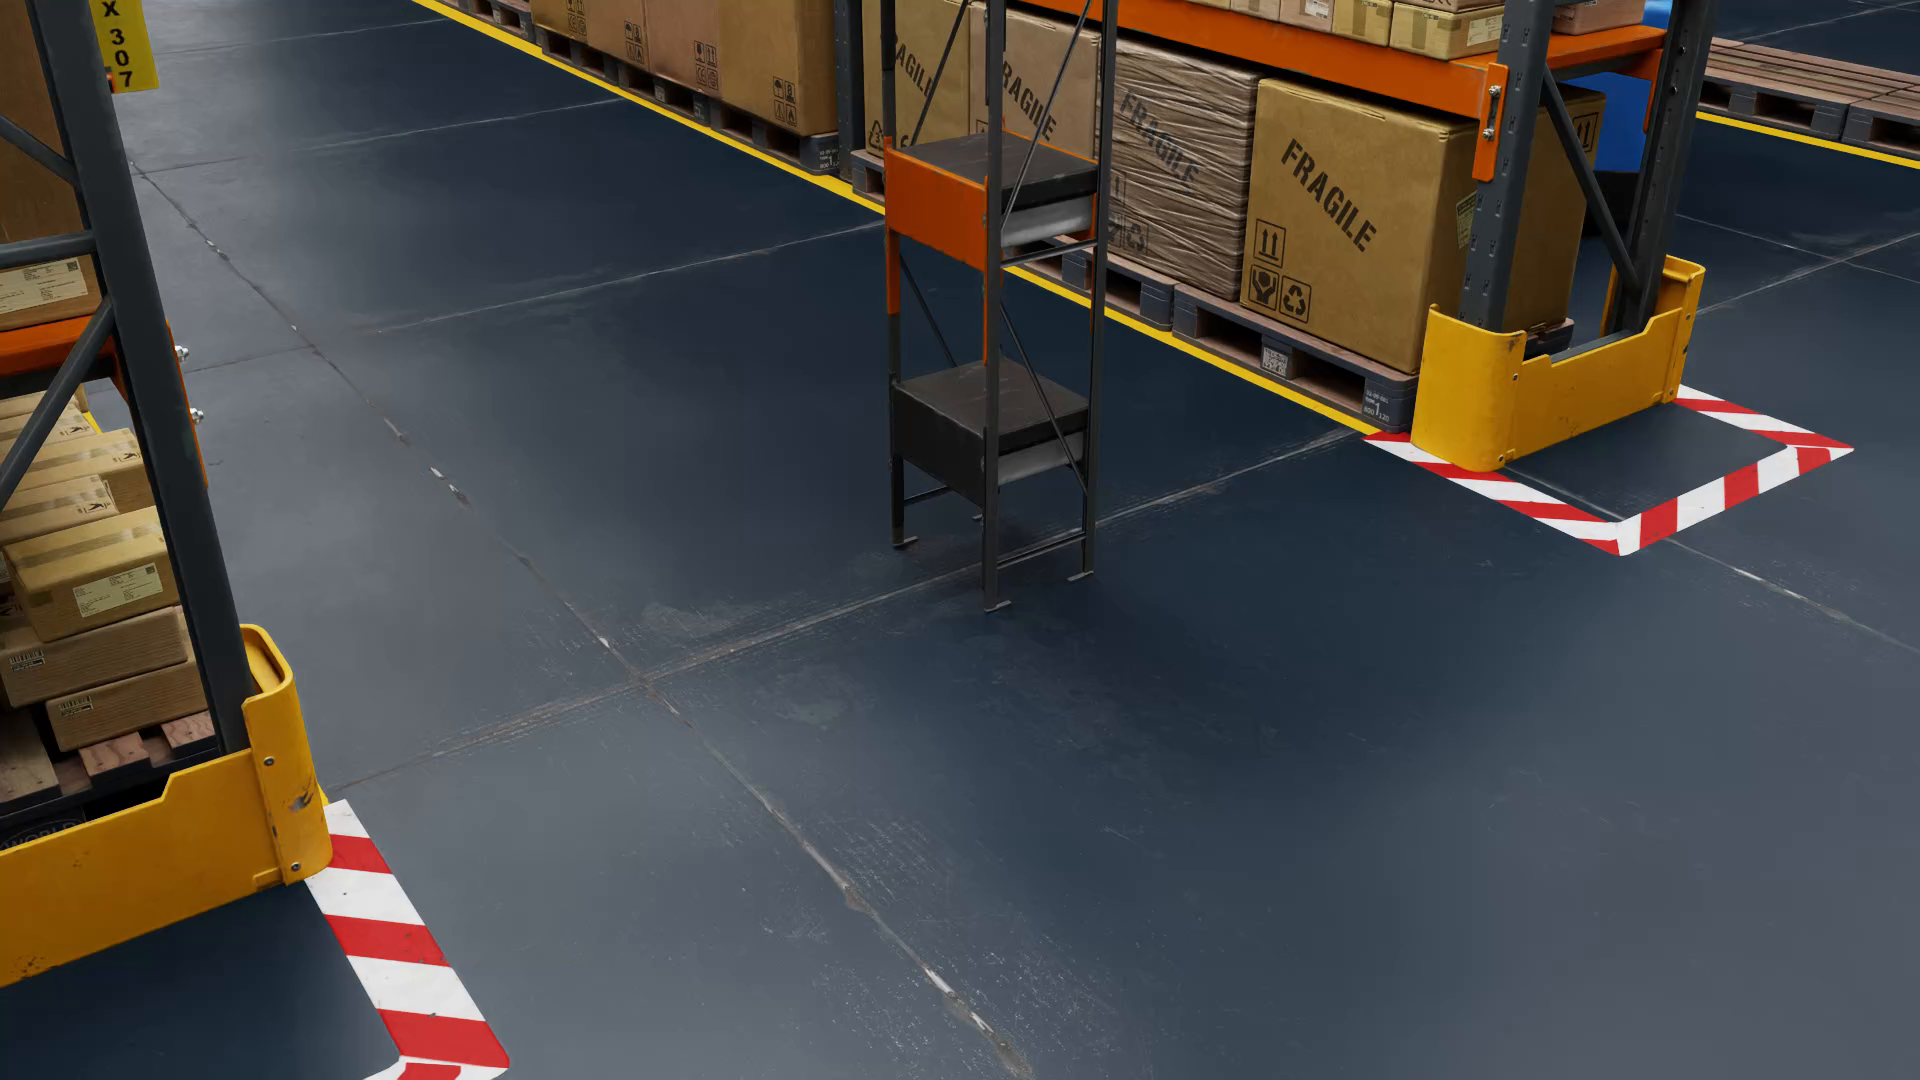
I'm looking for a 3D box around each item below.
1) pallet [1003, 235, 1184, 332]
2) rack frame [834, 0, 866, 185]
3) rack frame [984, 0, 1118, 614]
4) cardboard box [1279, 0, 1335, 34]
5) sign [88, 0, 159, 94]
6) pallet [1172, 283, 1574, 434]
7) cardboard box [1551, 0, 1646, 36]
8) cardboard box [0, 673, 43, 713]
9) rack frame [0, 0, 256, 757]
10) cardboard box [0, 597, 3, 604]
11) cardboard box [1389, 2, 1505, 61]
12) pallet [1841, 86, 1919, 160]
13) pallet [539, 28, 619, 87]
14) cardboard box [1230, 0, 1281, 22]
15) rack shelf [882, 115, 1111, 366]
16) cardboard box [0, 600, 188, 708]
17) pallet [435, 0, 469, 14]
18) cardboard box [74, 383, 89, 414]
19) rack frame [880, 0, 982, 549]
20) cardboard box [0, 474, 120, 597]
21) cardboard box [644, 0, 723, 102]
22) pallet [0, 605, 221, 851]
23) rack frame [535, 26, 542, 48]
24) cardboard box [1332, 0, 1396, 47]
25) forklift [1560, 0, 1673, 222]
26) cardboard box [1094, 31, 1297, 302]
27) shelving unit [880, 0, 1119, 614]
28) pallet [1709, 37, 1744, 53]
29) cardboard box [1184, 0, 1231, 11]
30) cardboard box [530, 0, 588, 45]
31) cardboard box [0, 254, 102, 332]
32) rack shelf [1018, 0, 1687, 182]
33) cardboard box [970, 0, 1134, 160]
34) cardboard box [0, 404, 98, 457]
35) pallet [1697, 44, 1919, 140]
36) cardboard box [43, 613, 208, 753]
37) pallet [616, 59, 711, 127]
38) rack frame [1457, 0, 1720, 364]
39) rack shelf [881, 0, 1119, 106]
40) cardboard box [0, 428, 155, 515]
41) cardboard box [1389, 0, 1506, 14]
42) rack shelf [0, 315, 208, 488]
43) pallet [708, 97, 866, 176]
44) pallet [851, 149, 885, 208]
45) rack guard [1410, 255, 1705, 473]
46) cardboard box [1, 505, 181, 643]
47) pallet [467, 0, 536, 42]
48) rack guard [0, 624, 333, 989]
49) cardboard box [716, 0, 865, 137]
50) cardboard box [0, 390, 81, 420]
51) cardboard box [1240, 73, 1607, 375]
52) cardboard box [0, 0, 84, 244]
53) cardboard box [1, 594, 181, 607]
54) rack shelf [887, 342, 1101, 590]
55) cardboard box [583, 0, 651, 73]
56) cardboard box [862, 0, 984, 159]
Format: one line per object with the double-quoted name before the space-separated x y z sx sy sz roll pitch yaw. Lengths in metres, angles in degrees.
"pallet" 0.899 -1.310 7.442 1.003 0.211 1.213 -19 34 -31
"rack frame" -0.190 -3.328 8.234 1.000 3.000 0.127 -19 34 -31
"rack frame" 0.238 -0.763 4.456 0.400 2.100 0.015 -19 34 -31
"cardboard box" 1.357 -1.909 5.885 0.380 0.149 0.250 -19 34 -31
"sign" -1.527 -0.970 2.985 0.100 0.325 0.005 -19 34 -31
"pallet" 1.602 -0.836 6.569 1.003 0.211 1.213 -19 34 -31
"cardboard box" 2.193 -1.892 5.853 0.380 0.149 0.250 -18 33 -30
"cardboard box" -2.231 0.258 4.179 0.380 0.149 0.250 -19 34 -31
"rack frame" -1.969 -0.439 2.915 1.000 3.000 0.127 -19 34 -31
"cardboard box" -2.391 0.031 4.285 0.380 0.149 0.250 -18 33 -30
"cardboard box" 1.655 -1.710 5.518 0.380 0.149 0.250 -18 33 -30
"pallet" 5.718 -2.250 9.171 1.003 0.211 1.213 -19 34 -31
"pallet" -2.115 -3.330 11.160 1.003 0.211 1.213 -19 34 -31
"cardboard box" 1.213 -2.006 6.064 0.380 0.149 0.250 -18 33 -30
"rack shelf" 0.096 -0.846 4.637 0.431 0.518 0.480 -19 34 -31
"cardboard box" -2.064 0.224 3.930 0.380 0.149 0.250 -17 33 -29
"pallet" -3.666 -4.436 13.196 1.003 0.211 1.213 -19 34 -31
"cardboard box" -2.776 -0.436 4.834 0.380 0.149 0.250 -18 33 -30
"rack frame" -0.046 -0.953 4.805 0.400 2.100 0.015 -19 34 -31
"cardboard box" -2.254 -0.004 4.038 0.380 0.149 0.250 -18 33 -30
"cardboard box" -1.097 -3.169 9.728 1.225 0.875 0.875 -20 34 -32
"pallet" -2.456 0.431 4.235 1.003 0.211 1.213 -19 34 -31
"rack frame" -2.511 -4.883 11.098 1.000 3.000 0.127 -19 34 -31
"cardboard box" 1.503 -1.810 5.703 0.380 0.149 0.250 -18 33 -30
"forklift" 2.898 -3.467 8.563 1.130 2.935 3.031 3 29 5
"cardboard box" 1.165 -1.604 6.847 0.875 0.875 0.875 -19 34 -31
"shelving unit" 0.096 -0.858 4.630 0.431 2.100 0.503 -19 34 -31
"pallet" 4.302 -3.198 10.918 1.003 0.211 1.213 -19 34 -31
"cardboard box" 1.061 -2.106 6.249 0.380 0.149 0.250 -20 34 -32
"cardboard box" -2.127 -3.860 11.000 1.225 0.875 0.875 -21 35 -33
"cardboard box" -1.890 -0.545 3.374 0.380 0.149 0.250 -19 34 -31
"rack shelf" 0.970 -2.234 6.974 1.077 0.370 4.000 -19 34 -31
"cardboard box" 0.649 -1.950 7.484 0.875 0.875 0.875 -19 34 -31
"cardboard box" -2.507 -0.211 4.419 0.380 0.149 0.250 -21 35 -33
"pallet" 5.014 -2.724 10.044 1.003 0.211 1.213 -19 34 -31
"cardboard box" -2.012 0.337 4.034 0.380 0.149 0.250 -18 33 -30
"pallet" -1.411 -2.856 10.288 1.003 0.211 1.213 -19 34 -31
"rack frame" 2.130 -1.773 5.371 1.000 3.000 0.127 -19 34 -31
"rack shelf" 0.096 -1.461 4.303 0.431 0.518 0.480 -19 34 -31
"cardboard box" -2.296 -0.137 4.283 0.380 0.149 0.250 -19 34 -31
"cardboard box" 1.632 -1.952 5.548 0.500 0.250 0.500 -19 34 -31
"rack shelf" -3.129 -0.900 4.519 1.077 0.370 4.000 -19 34 -31
"pallet" -0.699 -2.381 9.414 1.003 0.211 1.213 -19 34 -31
"pallet" 0.187 -1.785 8.316 1.003 0.211 1.213 -19 34 -31
"rack guard" 2.144 -0.665 5.951 1.175 0.500 0.348 -19 34 -31
"cardboard box" -1.996 0.070 3.902 0.380 0.149 0.250 -21 35 -33
"pallet" -2.963 -3.962 12.323 1.003 0.211 1.213 -19 34 -31
"rack guard" -2.013 0.630 3.566 1.175 0.500 0.348 -19 34 -31
"cardboard box" -0.578 -2.822 9.089 1.225 0.875 0.875 -19 34 -30
"cardboard box" -2.660 -0.321 4.622 0.380 0.149 0.250 -17 33 -29
"cardboard box" 1.693 -1.250 6.195 0.875 0.875 0.875 -19 34 -31
"cardboard box" -2.005 -0.865 3.283 0.500 0.500 0.500 -17 33 -28
"cardboard box" -2.177 0.102 4.155 0.380 0.149 0.250 -19 34 -31
"rack shelf" 0.096 -0.231 4.971 0.431 0.518 0.480 -19 34 -31
"cardboard box" -1.617 -3.511 10.358 1.225 0.875 0.875 -19 34 -30
"cardboard box" 0.127 -2.300 8.128 0.875 0.875 0.875 -19 34 -31
